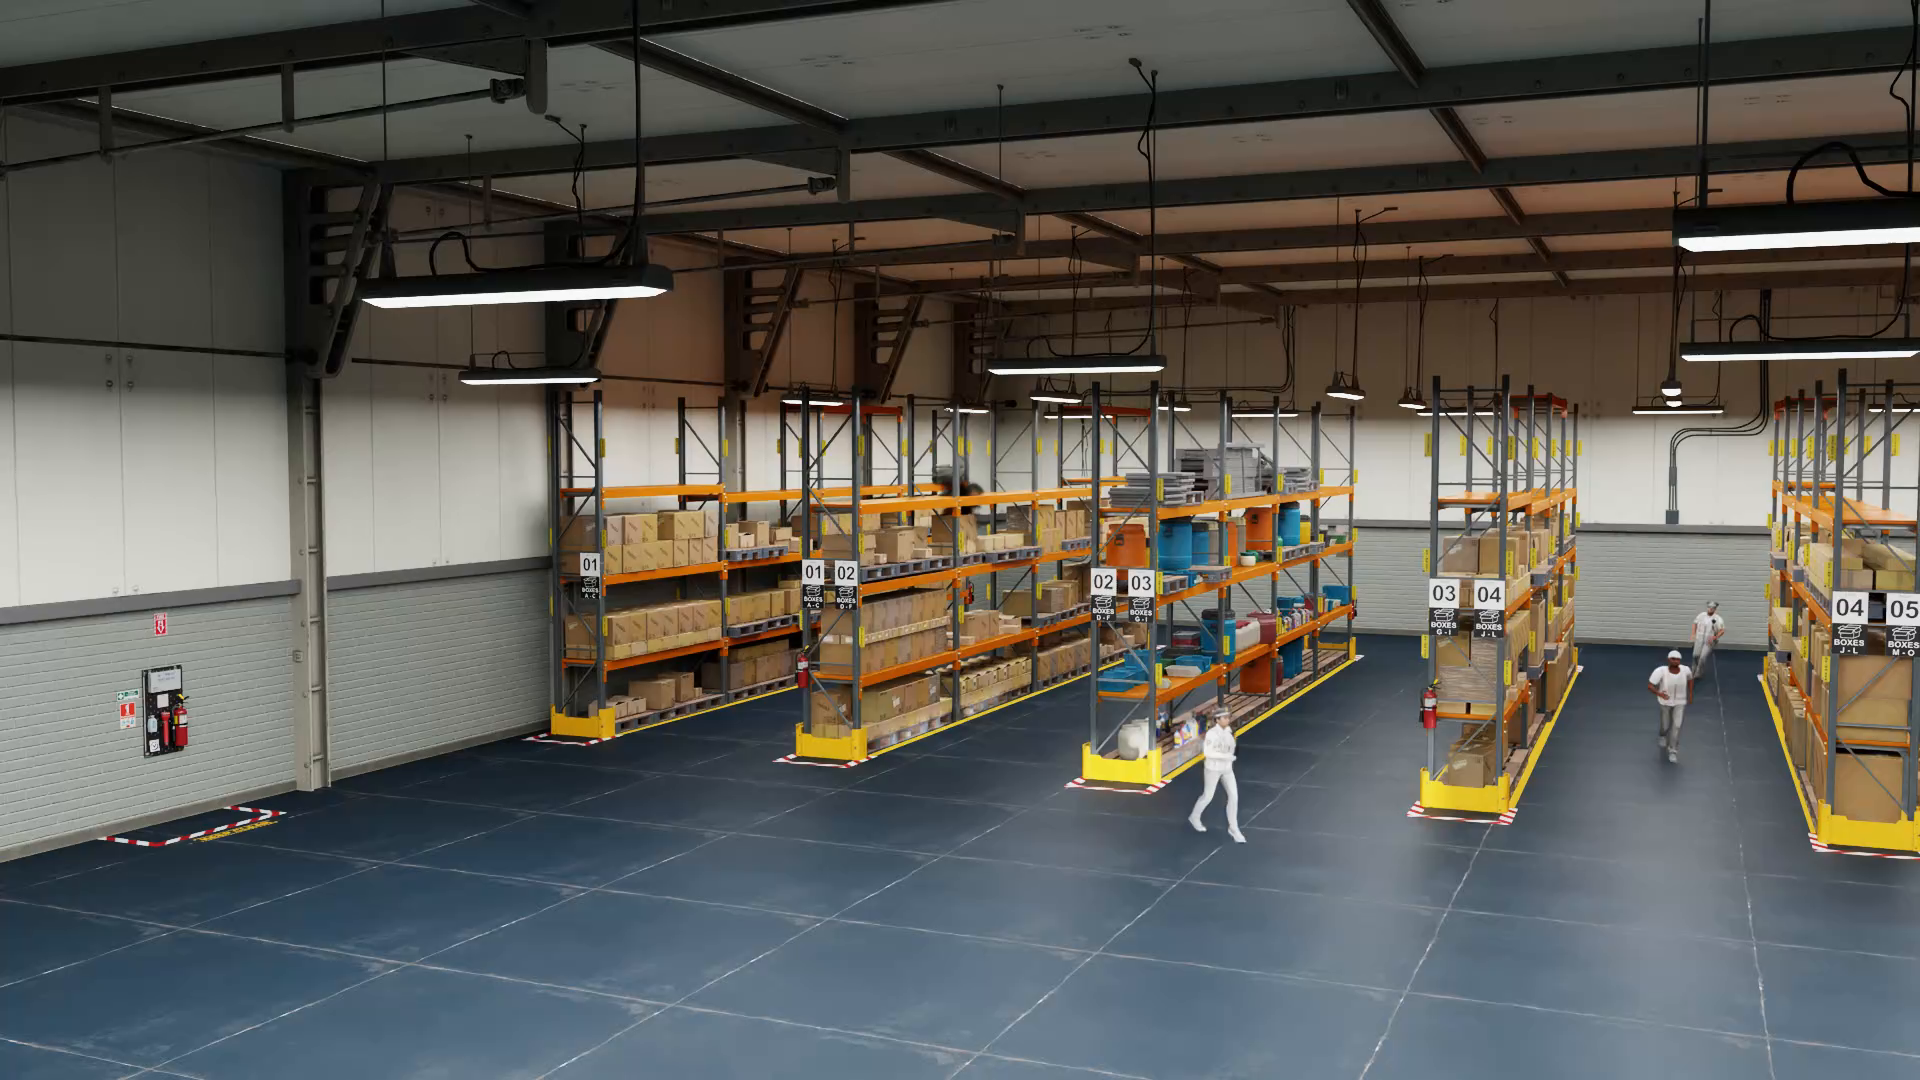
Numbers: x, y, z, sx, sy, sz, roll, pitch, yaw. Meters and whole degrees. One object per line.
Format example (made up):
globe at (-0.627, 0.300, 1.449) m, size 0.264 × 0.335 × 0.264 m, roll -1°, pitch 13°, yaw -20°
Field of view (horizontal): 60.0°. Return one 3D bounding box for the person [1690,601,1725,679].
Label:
person at (16.125, 2.163, 35.935) m, size 0.700 × 1.707 × 0.543 m, roll 2°, pitch 4°, yaw 37°

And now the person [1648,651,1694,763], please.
person at (11.465, 2.645, 26.814) m, size 0.725 × 1.753 × 1.009 m, roll 1°, pitch 3°, yaw 11°

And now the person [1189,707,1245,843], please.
person at (3.292, 2.974, 21.357) m, size 0.564 × 1.724 × 0.855 m, roll -2°, pitch 4°, yaw -33°
